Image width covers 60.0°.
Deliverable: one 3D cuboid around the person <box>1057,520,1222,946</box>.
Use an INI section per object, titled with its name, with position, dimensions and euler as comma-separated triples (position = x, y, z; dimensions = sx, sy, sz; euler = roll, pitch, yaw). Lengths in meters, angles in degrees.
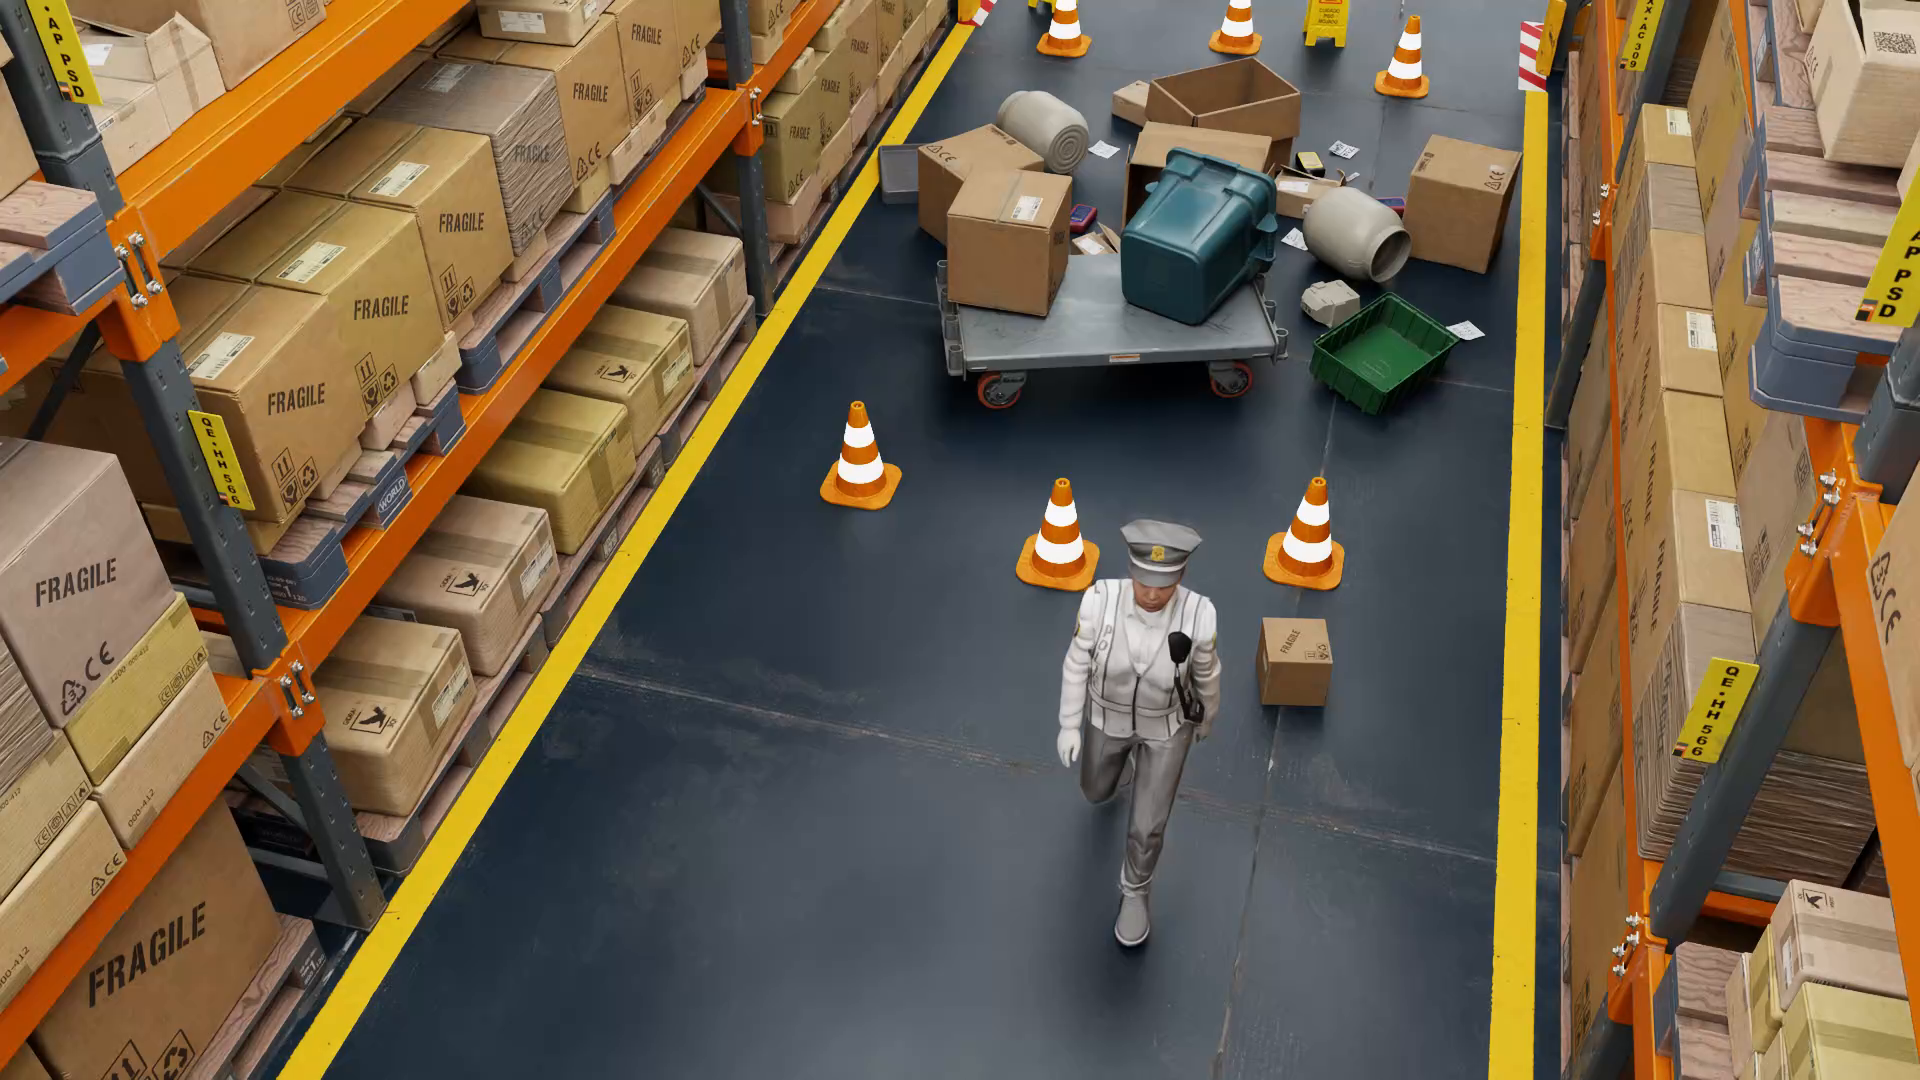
[person]
position = 0.601, 0.537, 5.516
dimensions = 0.509, 1.653, 0.781
euler = 9, 42, 11
